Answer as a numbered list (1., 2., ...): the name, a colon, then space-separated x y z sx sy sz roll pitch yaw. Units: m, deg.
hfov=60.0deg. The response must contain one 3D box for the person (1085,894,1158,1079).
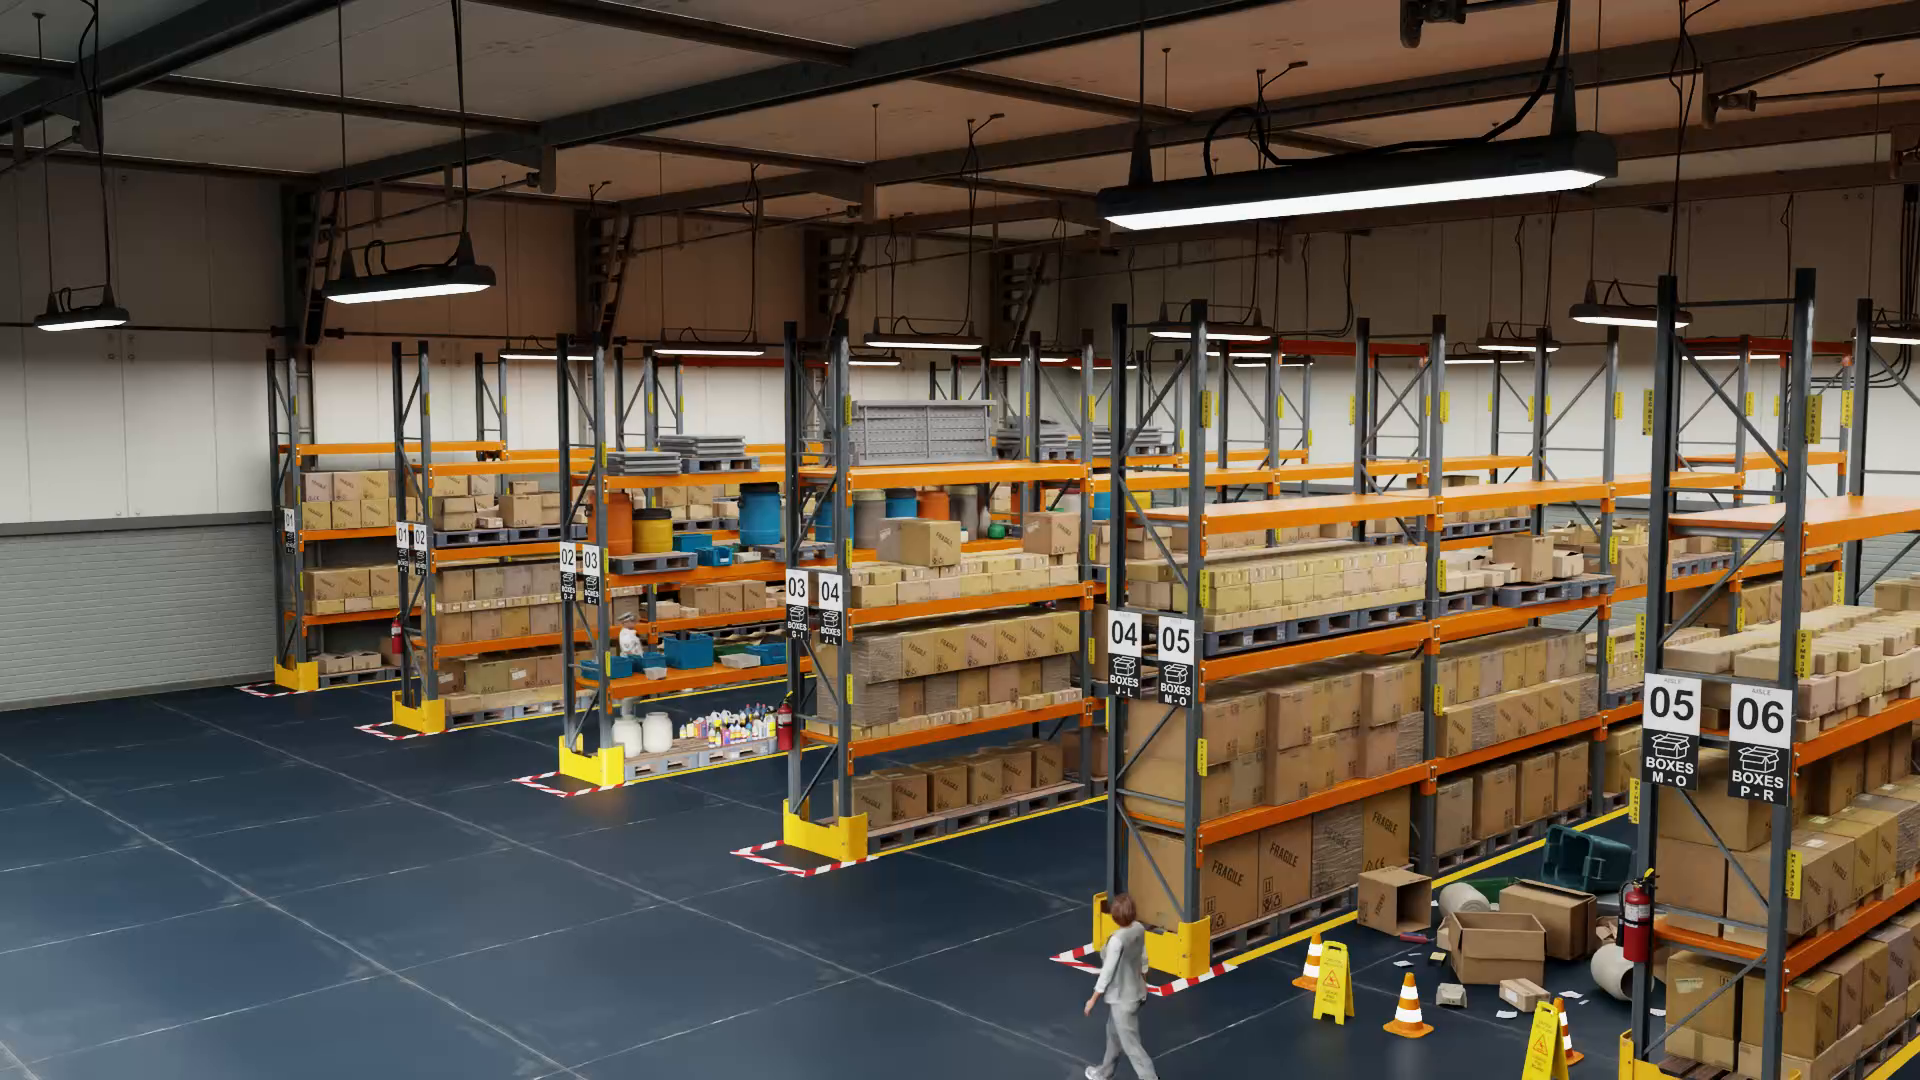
1. person: 1.187 3.330 12.118 0.794 1.563 0.551 3 6 28

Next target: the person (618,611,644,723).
1. person: -5.139 2.016 26.200 0.465 1.808 0.557 -1 5 -10
